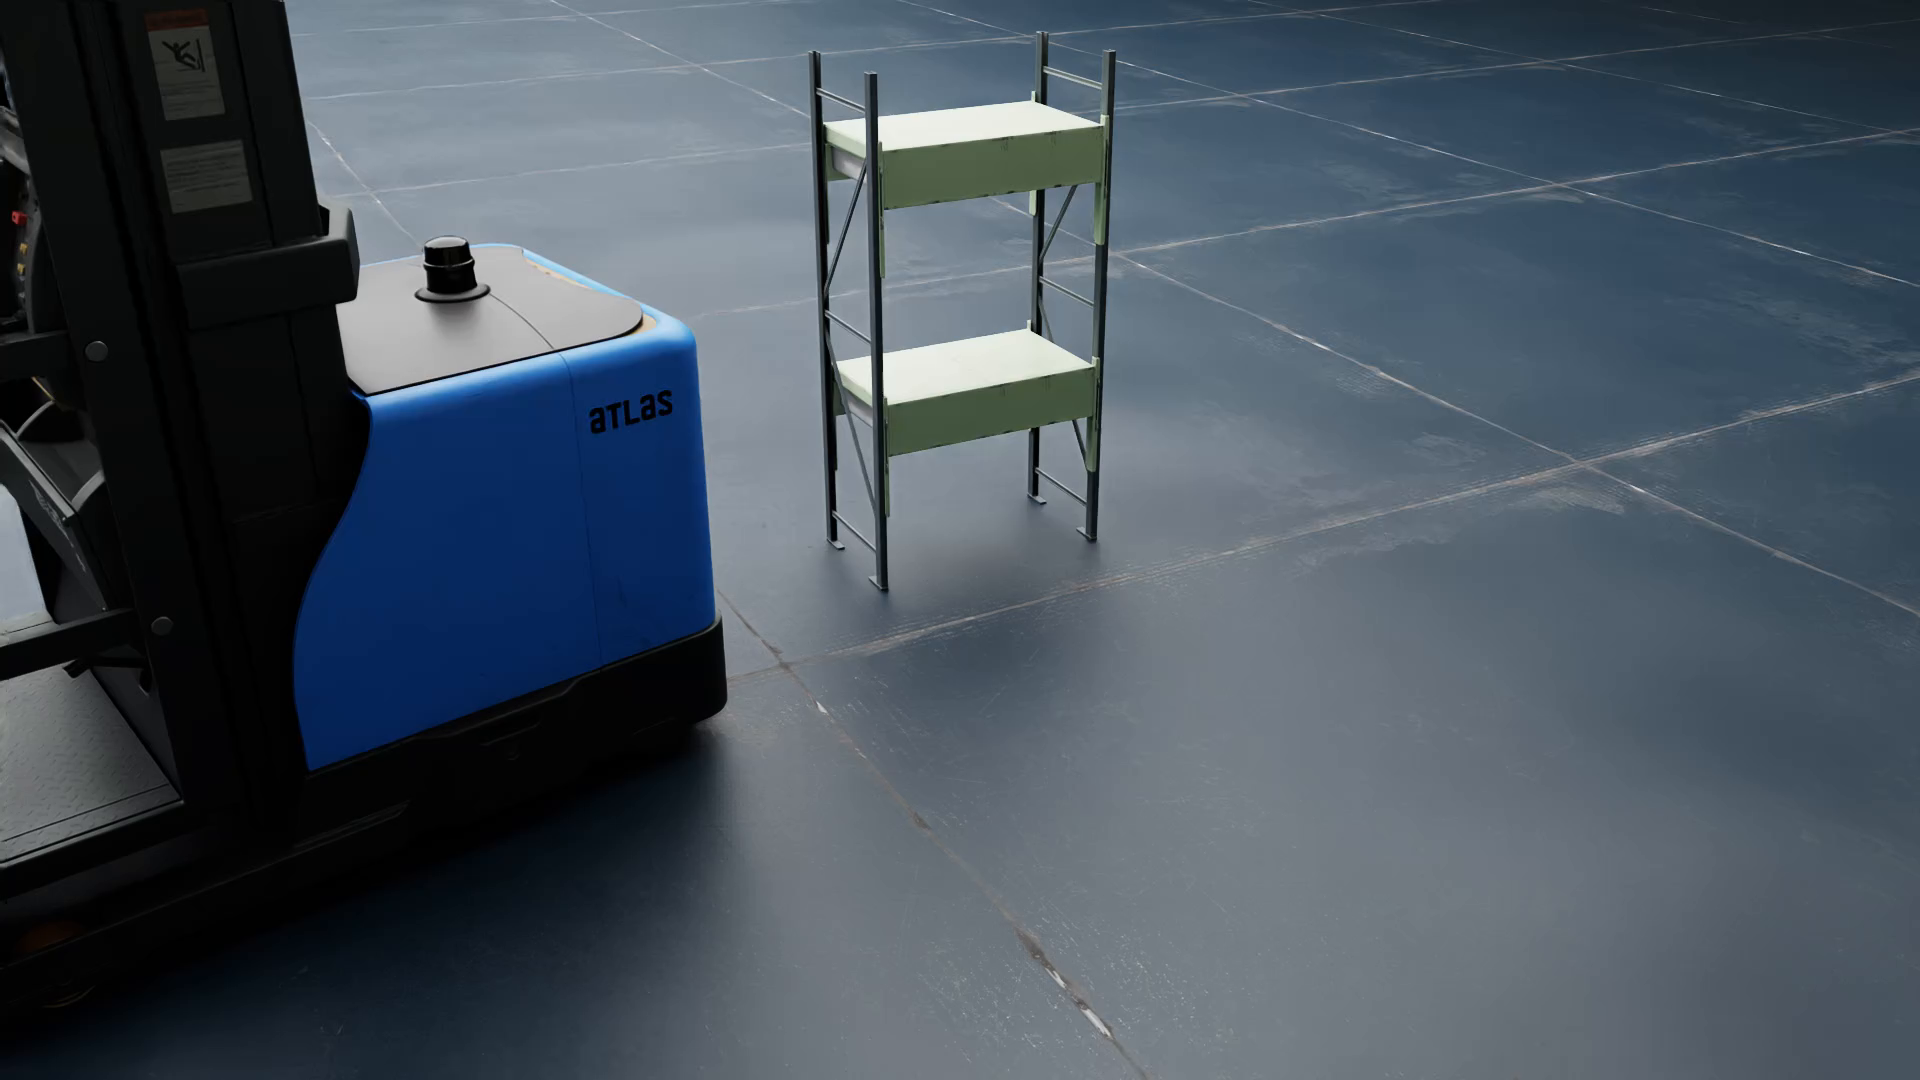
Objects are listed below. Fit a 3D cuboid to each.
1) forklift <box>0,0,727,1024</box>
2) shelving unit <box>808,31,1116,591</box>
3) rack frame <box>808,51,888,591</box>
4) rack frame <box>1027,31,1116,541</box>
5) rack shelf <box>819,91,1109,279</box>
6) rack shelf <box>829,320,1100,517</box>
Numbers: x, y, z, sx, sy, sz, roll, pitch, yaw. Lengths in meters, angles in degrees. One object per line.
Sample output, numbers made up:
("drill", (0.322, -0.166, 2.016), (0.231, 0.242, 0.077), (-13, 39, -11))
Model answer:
("forklift", (-2.048, -0.596, 3.104), (3.031, 2.935, 1.130), (-20, 32, -35))
("shelving unit", (0.006, -0.677, 4.928), (0.755, 1.500, 0.431), (-13, 29, -25))
("rack frame", (-0.317, -0.603, 4.773), (0.023, 1.500, 0.400), (-13, 29, -25))
("rack frame", (0.329, -0.752, 5.083), (0.023, 1.500, 0.400), (-13, 29, -25))
("rack shelf", (0.006, -1.029, 4.759), (0.720, 0.370, 0.431), (-13, 29, -25))
("rack shelf", (0.006, -0.384, 5.069), (0.720, 0.370, 0.431), (-13, 29, -25))
